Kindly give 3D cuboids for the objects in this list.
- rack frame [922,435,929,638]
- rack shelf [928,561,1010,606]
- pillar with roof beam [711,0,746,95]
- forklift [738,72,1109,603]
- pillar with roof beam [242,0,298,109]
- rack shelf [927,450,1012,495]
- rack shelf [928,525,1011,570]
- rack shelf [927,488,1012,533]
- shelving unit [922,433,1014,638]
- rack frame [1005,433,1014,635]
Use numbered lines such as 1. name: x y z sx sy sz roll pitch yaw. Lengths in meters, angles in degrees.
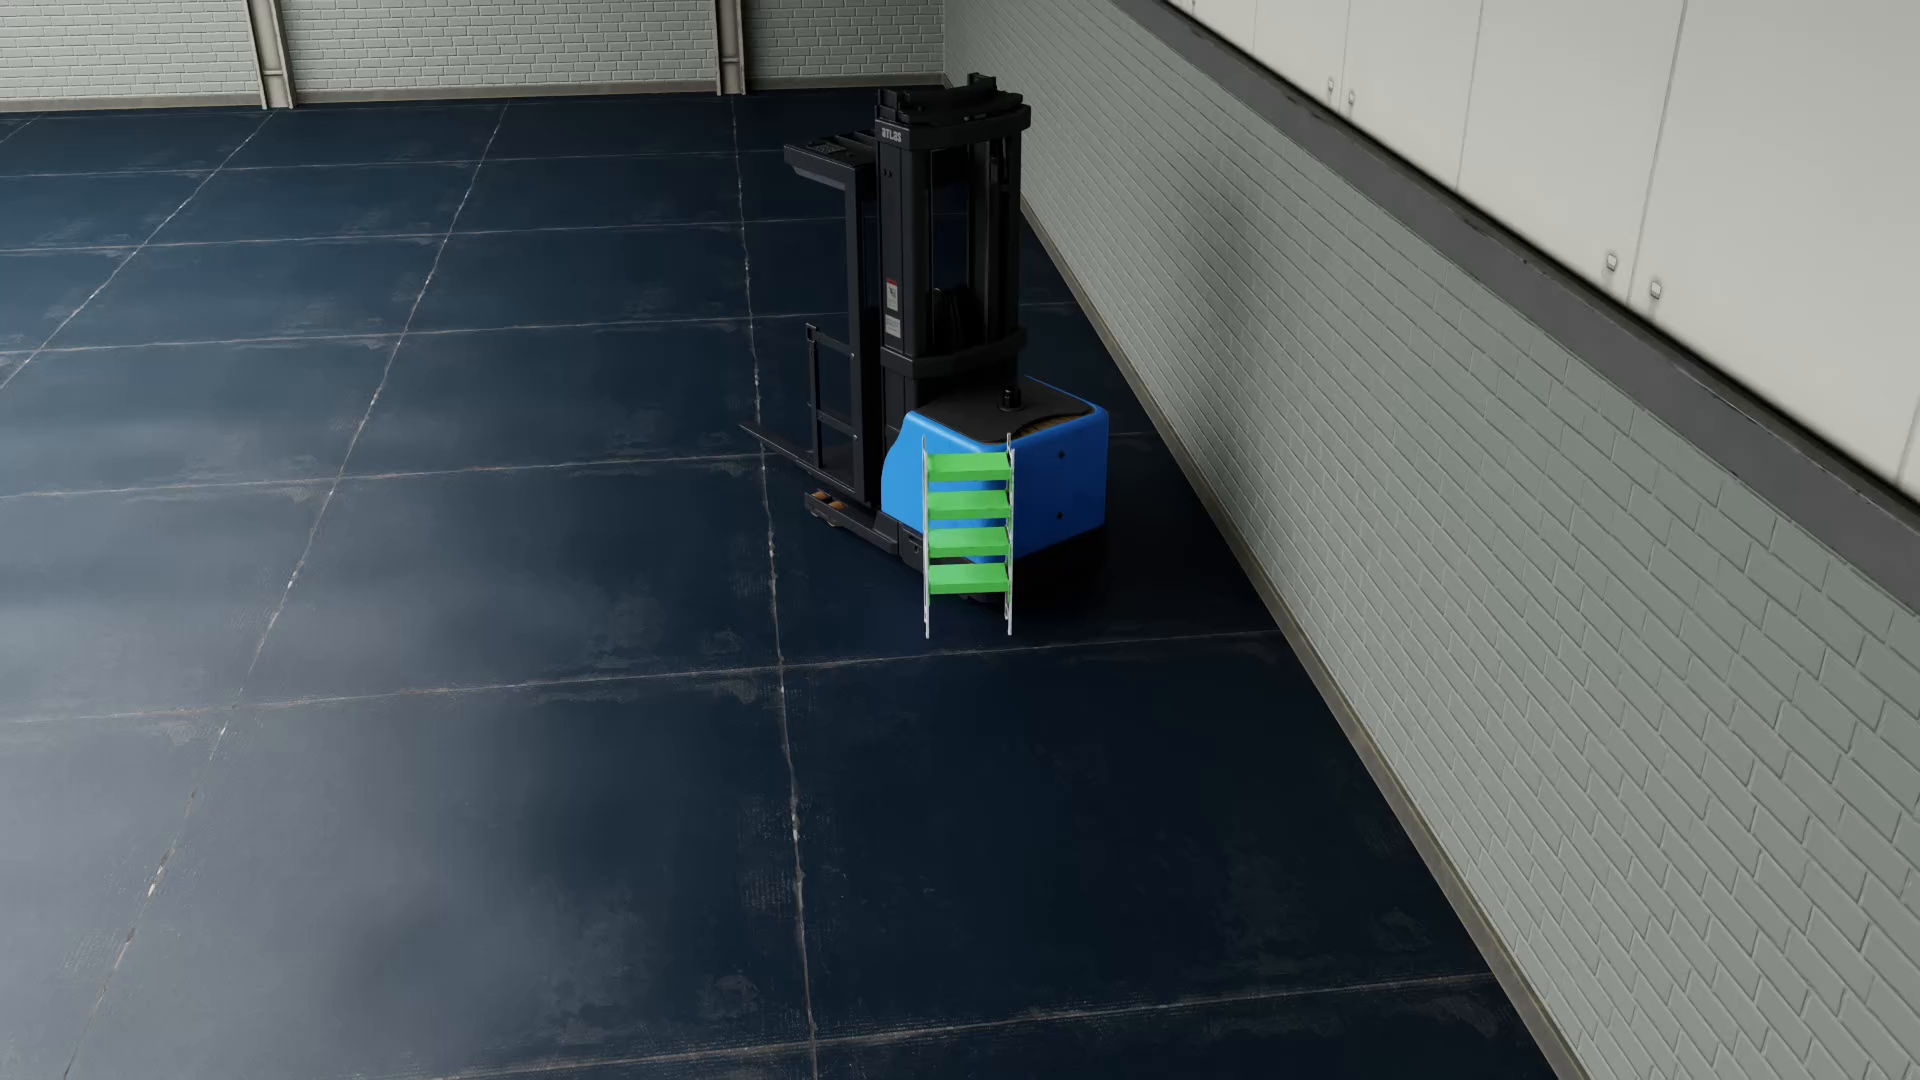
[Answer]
1. rack frame: -0.199 -0.008 9.653 0.015 1.200 0.240 -2 27 -4
2. rack shelf: 0.045 0.254 9.809 0.480 0.148 0.258 -2 27 -4
3. pillar with roof beam: -2.565 -8.256 17.186 0.400 9.000 9.100 -4 27 -7
4. forklift: -0.396 -1.523 10.711 1.130 2.935 3.031 -21 34 -35
5. pillar with roof beam: -8.506 -7.875 16.442 0.400 9.000 9.100 -4 27 -7
6. rack shelf: 0.045 -0.386 9.480 0.480 0.148 0.258 -2 27 -4
7. rack shelf: 0.045 0.041 9.699 0.480 0.148 0.258 -2 27 -4
8. rack shelf: 0.045 -0.173 9.589 0.480 0.148 0.258 -2 27 -4
9. shelving unit: 0.045 -0.016 9.670 0.503 1.200 0.258 -2 27 -4
10. rack frame: 0.288 -0.025 9.686 0.015 1.200 0.240 -2 27 -4
